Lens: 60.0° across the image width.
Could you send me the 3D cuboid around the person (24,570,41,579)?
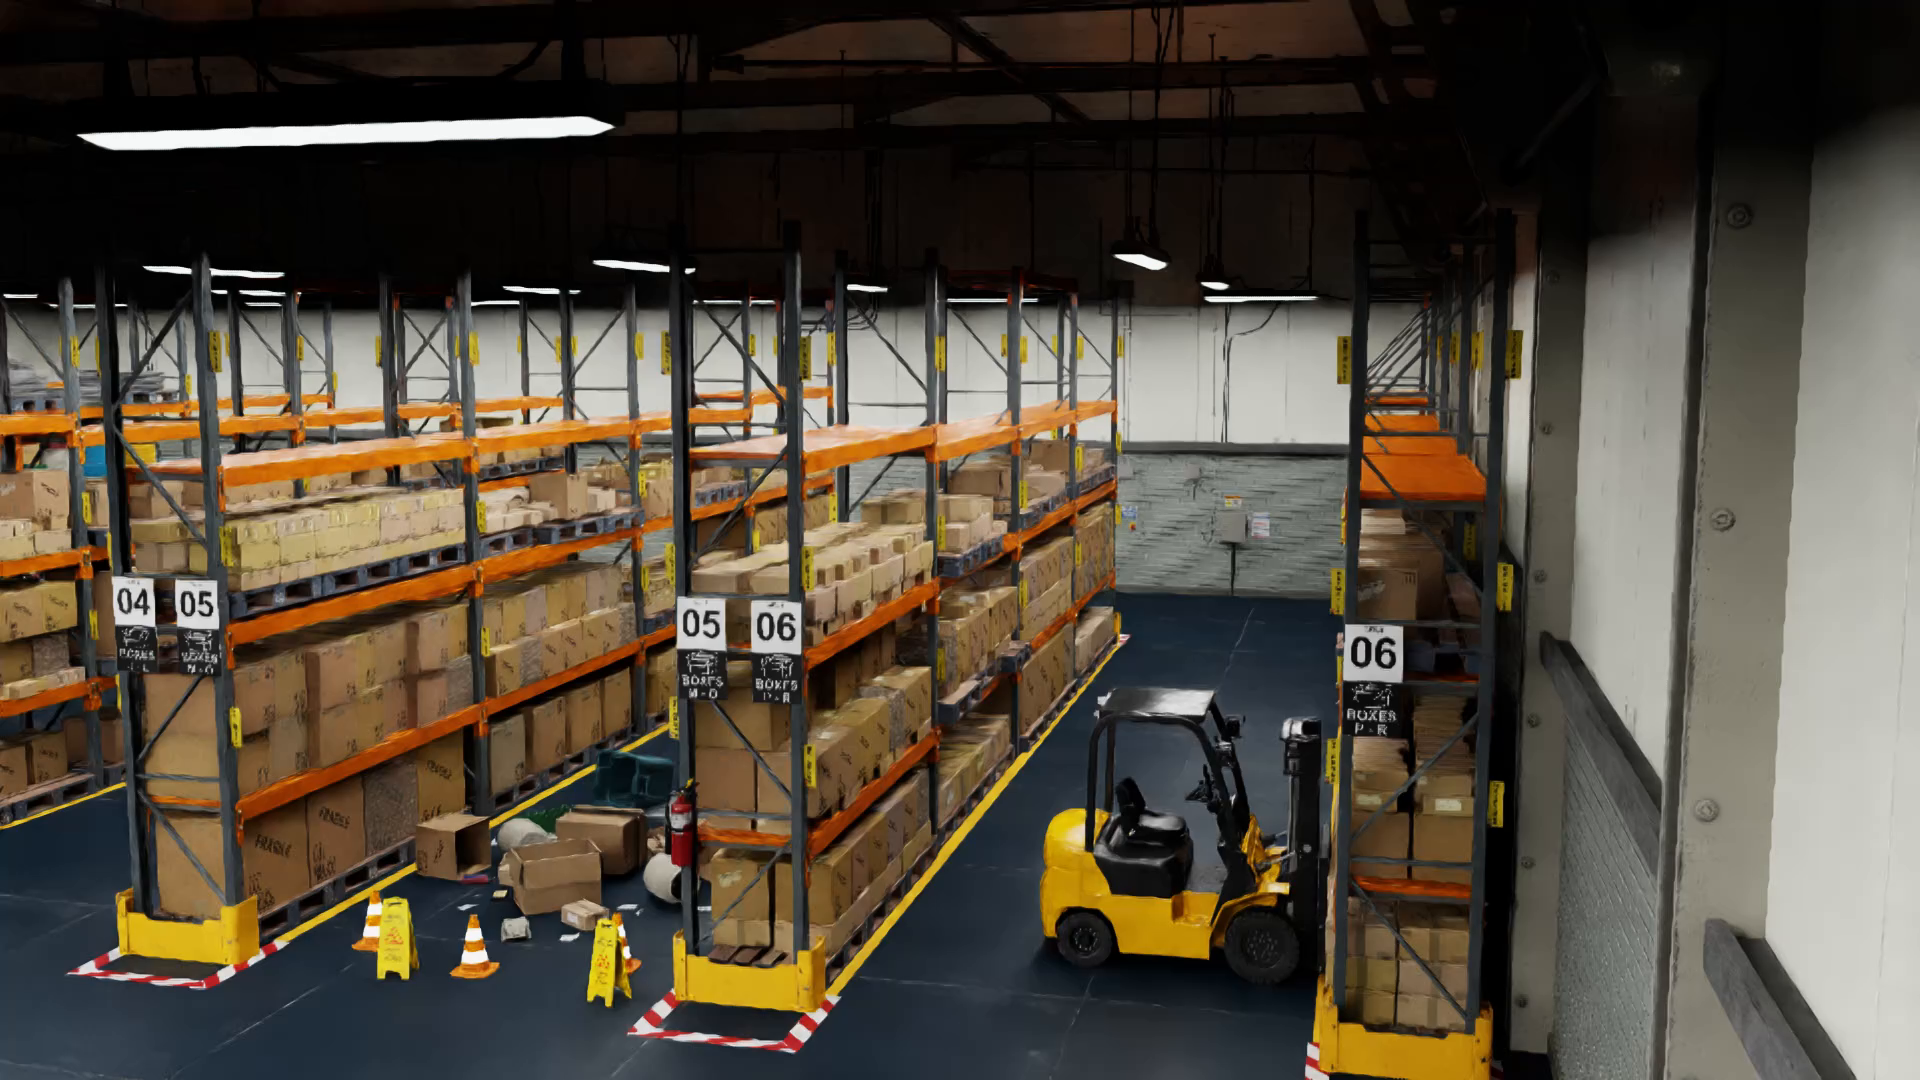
[{"bbox_3d":[-16.072,0.746,28.858,0.445,1.783,0.678,0,7,-3],"label":"person"}]
